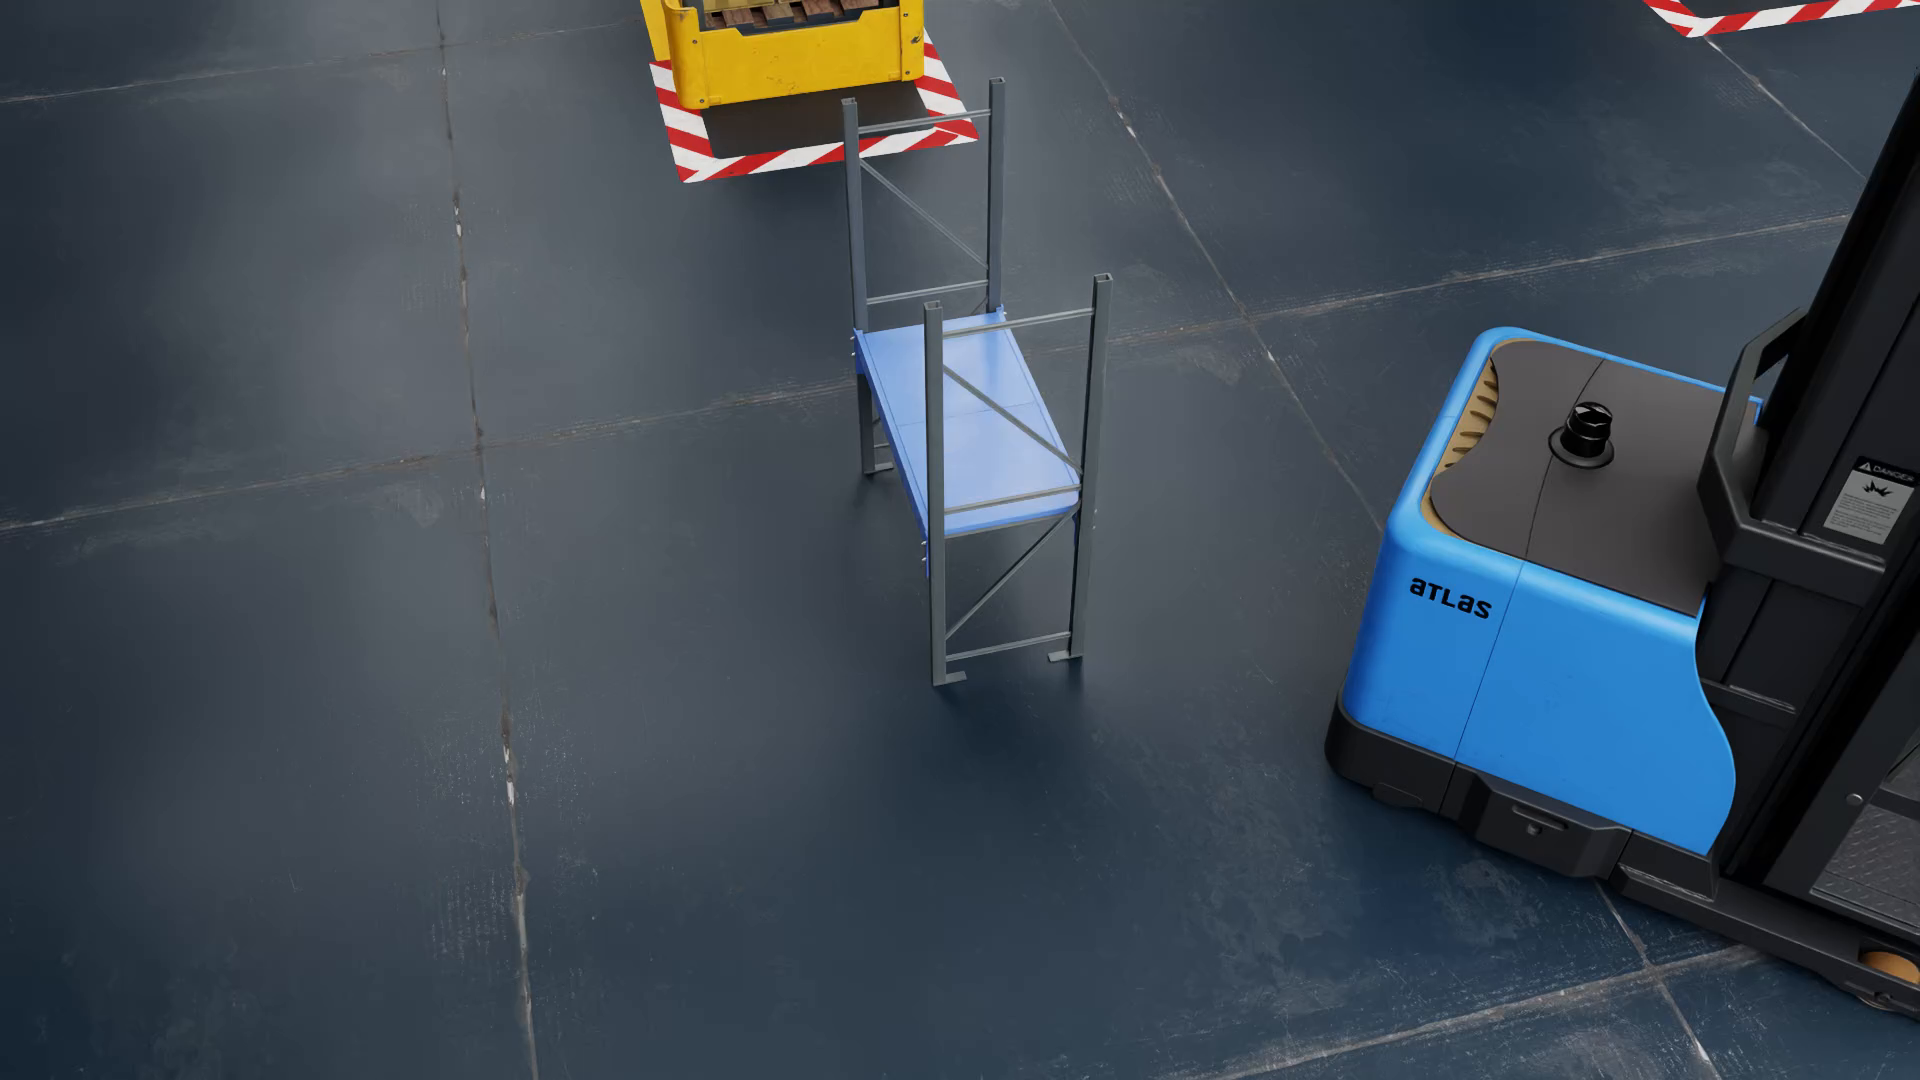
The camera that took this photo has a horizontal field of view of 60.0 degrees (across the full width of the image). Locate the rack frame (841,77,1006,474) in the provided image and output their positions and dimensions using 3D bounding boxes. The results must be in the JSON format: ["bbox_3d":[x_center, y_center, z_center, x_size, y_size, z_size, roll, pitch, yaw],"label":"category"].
[{"bbox_3d":[-0.108,-0.817,5.501,0.500,1.500,0.032,-11,47,-10],"label":"rack frame"}]

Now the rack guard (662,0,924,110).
[{"bbox_3d":[-0.765,-2.384,7.736,1.175,0.500,0.348,-11,47,-10],"label":"rack guard"}]

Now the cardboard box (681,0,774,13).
[{"bbox_3d":[-1.194,-2.776,8.002,0.500,0.250,0.500,-11,47,-10],"label":"cardboard box"}]

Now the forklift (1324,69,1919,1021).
[{"bbox_3d":[2.648,-0.129,3.824,3.031,2.935,1.130,21,49,19],"label":"forklift"}]

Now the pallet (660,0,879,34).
[{"bbox_3d":[-1.007,-2.820,8.366,1.003,0.211,1.213,-11,47,-10],"label":"pallet"}]

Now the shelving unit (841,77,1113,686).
[{"bbox_3d":[0.022,-0.466,5.157,0.538,1.500,1.048,-11,47,-10],"label":"shelving unit"}]

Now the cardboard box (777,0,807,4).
[{"bbox_3d":[-0.693,-2.871,8.095,0.500,0.250,0.500,-11,47,-10],"label":"cardboard box"}]

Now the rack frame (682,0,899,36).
[{"bbox_3d":[-0.771,-3.275,6.860,1.000,3.000,0.127,-11,47,-10],"label":"rack frame"}]

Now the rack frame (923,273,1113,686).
[{"bbox_3d":[0.152,-0.115,4.813,0.500,1.500,0.032,-11,47,-10],"label":"rack frame"}]

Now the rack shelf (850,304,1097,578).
[{"bbox_3d":[0.022,-0.340,5.285,0.538,0.185,1.000,-11,47,-10],"label":"rack shelf"}]
